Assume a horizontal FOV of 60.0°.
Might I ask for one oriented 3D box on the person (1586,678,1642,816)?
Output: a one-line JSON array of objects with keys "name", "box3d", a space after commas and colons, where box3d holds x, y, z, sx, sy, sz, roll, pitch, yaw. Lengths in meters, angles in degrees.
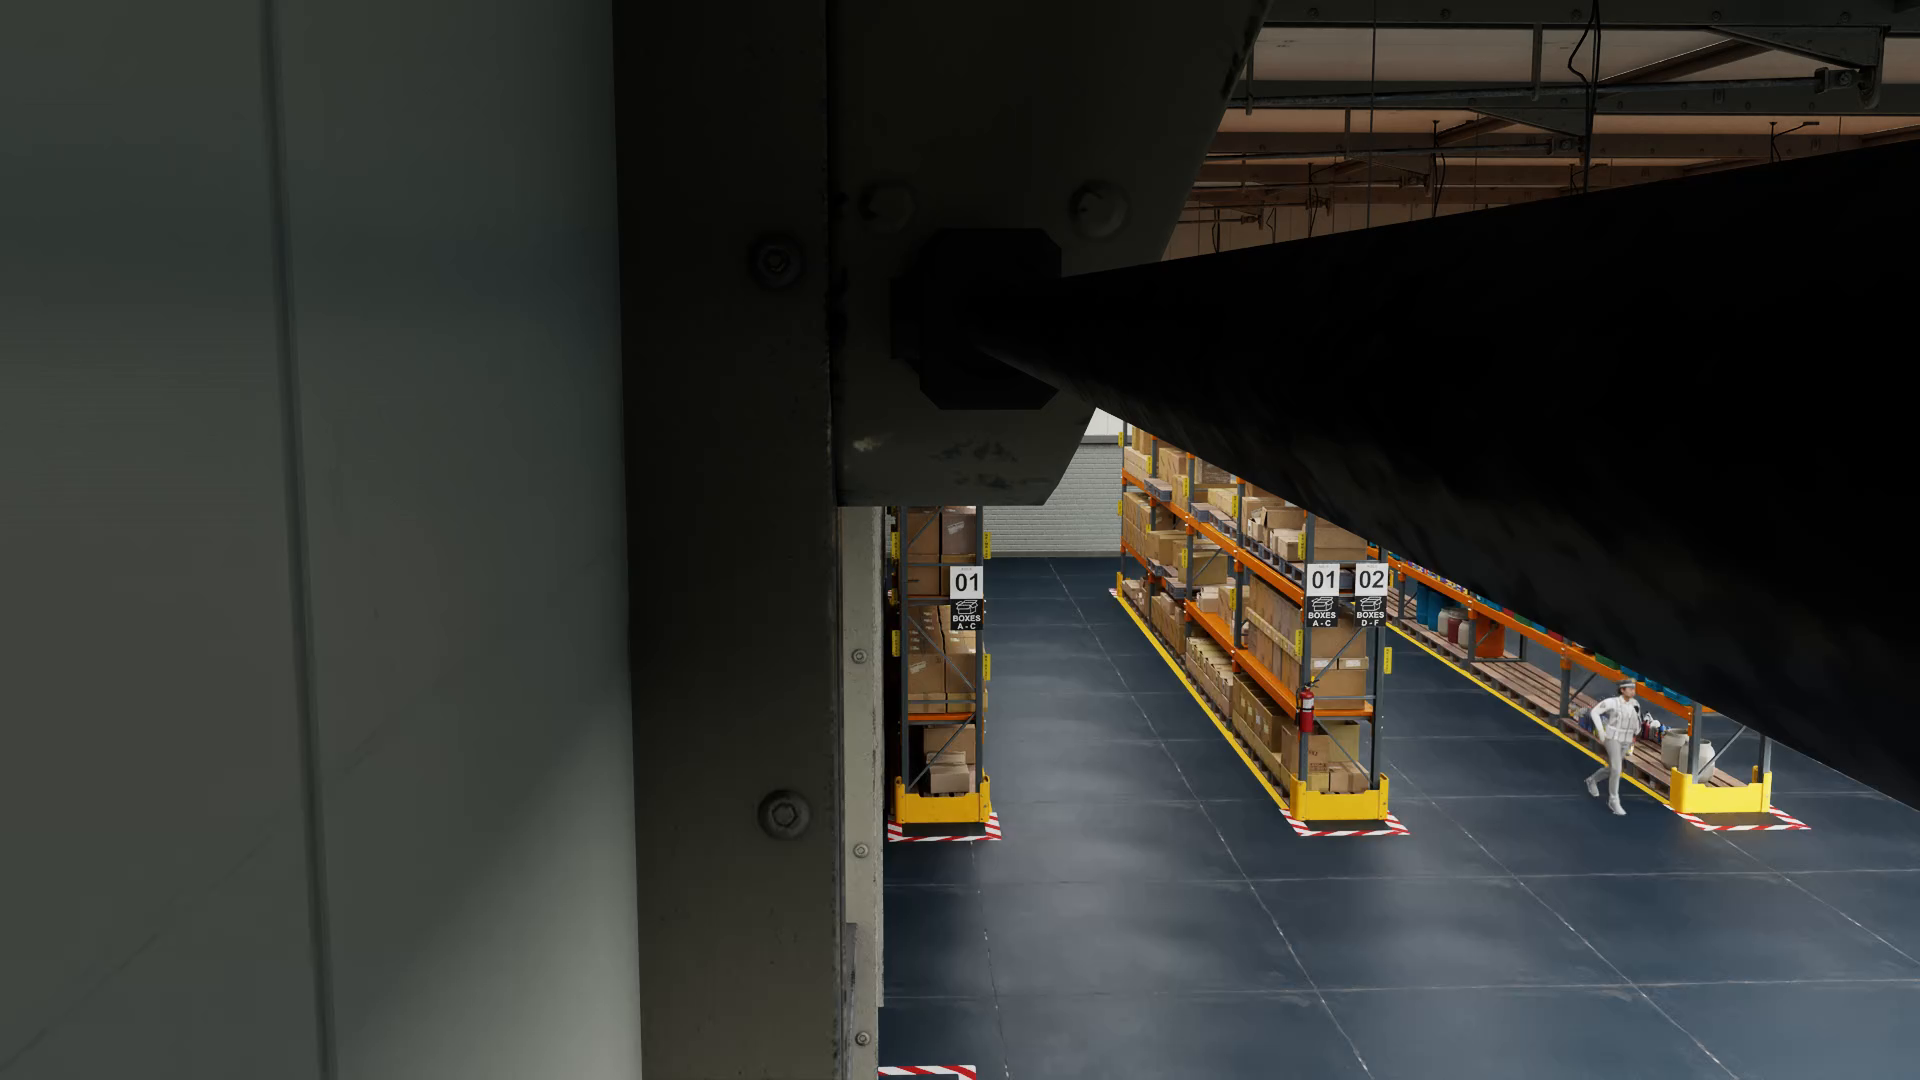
[{"name": "person", "box3d": [8.346, 2.564, 21.114, 0.638, 1.701, 0.876, -2, 8, -17]}]
